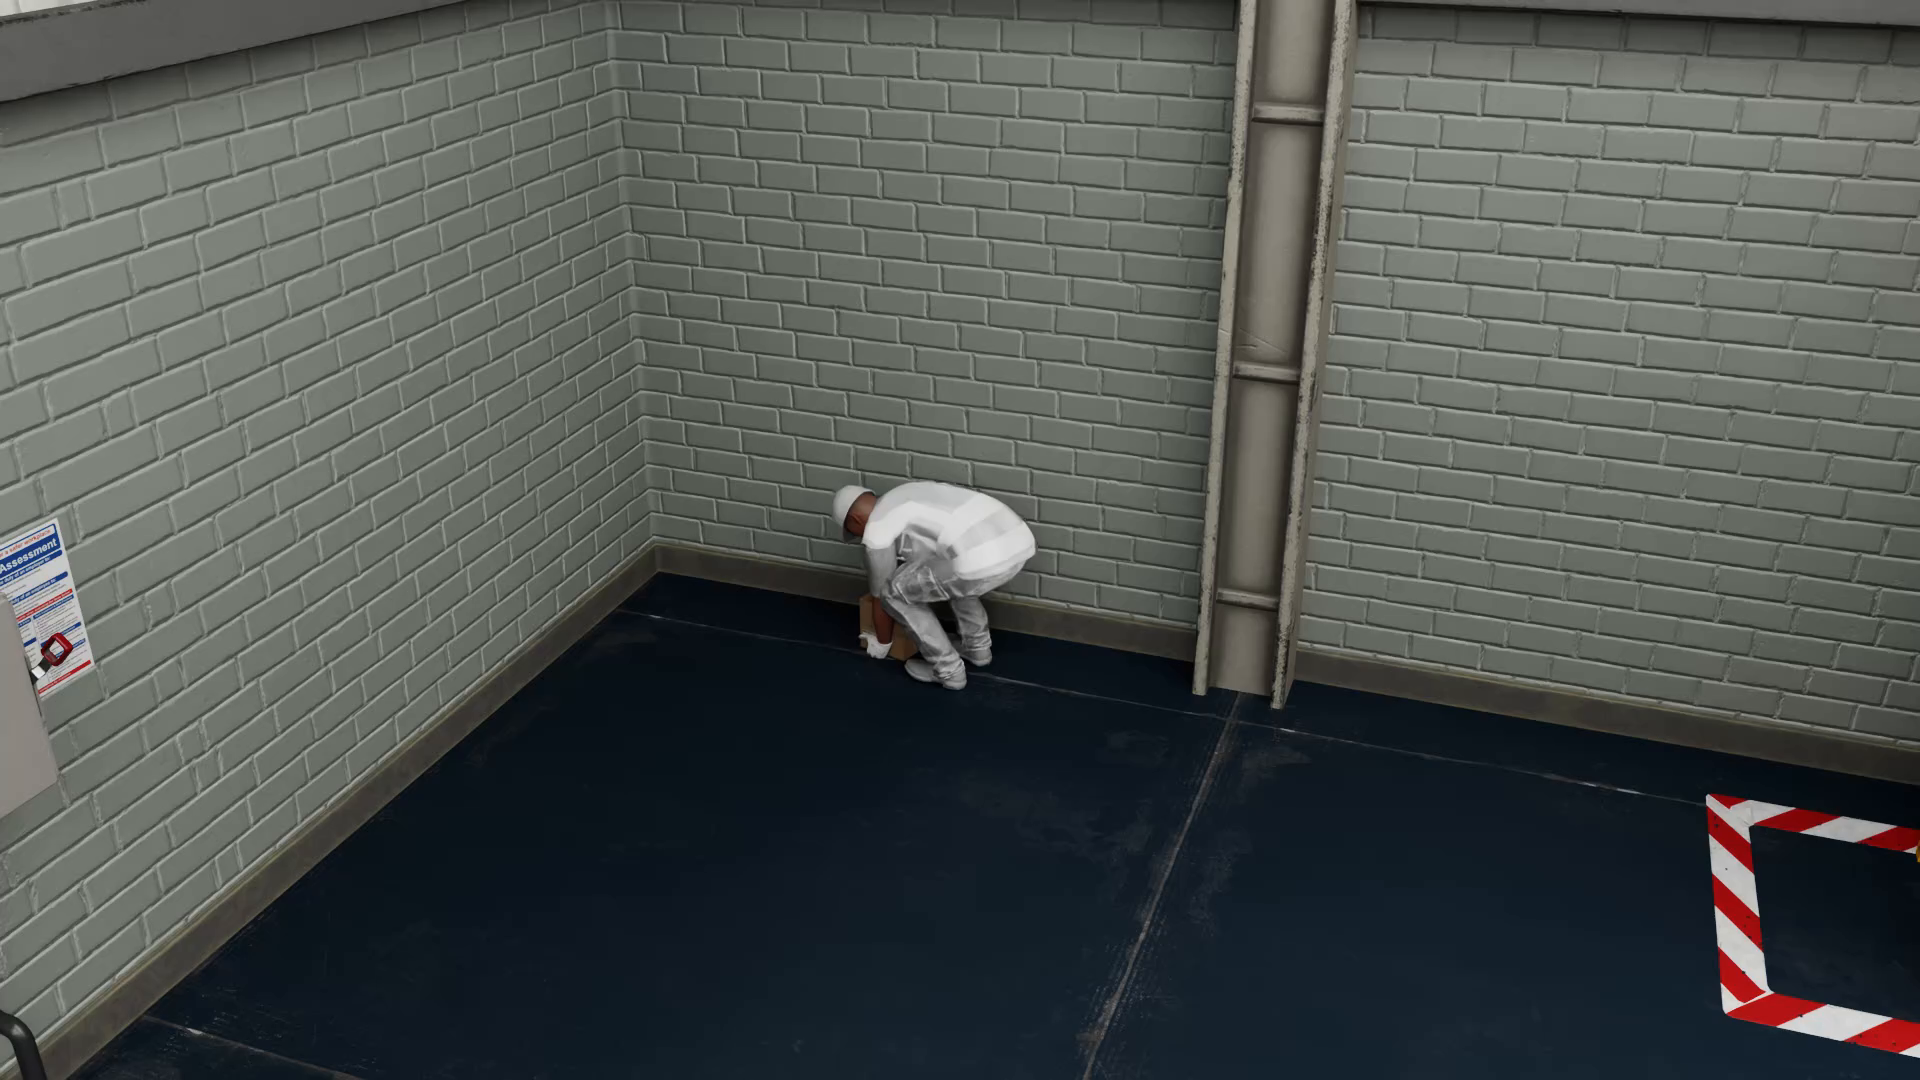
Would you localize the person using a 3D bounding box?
[{"bbox_3d":[-0.154,0.156,7.350,0.990,0.886,0.534,18,31,32],"label":"person"}]
